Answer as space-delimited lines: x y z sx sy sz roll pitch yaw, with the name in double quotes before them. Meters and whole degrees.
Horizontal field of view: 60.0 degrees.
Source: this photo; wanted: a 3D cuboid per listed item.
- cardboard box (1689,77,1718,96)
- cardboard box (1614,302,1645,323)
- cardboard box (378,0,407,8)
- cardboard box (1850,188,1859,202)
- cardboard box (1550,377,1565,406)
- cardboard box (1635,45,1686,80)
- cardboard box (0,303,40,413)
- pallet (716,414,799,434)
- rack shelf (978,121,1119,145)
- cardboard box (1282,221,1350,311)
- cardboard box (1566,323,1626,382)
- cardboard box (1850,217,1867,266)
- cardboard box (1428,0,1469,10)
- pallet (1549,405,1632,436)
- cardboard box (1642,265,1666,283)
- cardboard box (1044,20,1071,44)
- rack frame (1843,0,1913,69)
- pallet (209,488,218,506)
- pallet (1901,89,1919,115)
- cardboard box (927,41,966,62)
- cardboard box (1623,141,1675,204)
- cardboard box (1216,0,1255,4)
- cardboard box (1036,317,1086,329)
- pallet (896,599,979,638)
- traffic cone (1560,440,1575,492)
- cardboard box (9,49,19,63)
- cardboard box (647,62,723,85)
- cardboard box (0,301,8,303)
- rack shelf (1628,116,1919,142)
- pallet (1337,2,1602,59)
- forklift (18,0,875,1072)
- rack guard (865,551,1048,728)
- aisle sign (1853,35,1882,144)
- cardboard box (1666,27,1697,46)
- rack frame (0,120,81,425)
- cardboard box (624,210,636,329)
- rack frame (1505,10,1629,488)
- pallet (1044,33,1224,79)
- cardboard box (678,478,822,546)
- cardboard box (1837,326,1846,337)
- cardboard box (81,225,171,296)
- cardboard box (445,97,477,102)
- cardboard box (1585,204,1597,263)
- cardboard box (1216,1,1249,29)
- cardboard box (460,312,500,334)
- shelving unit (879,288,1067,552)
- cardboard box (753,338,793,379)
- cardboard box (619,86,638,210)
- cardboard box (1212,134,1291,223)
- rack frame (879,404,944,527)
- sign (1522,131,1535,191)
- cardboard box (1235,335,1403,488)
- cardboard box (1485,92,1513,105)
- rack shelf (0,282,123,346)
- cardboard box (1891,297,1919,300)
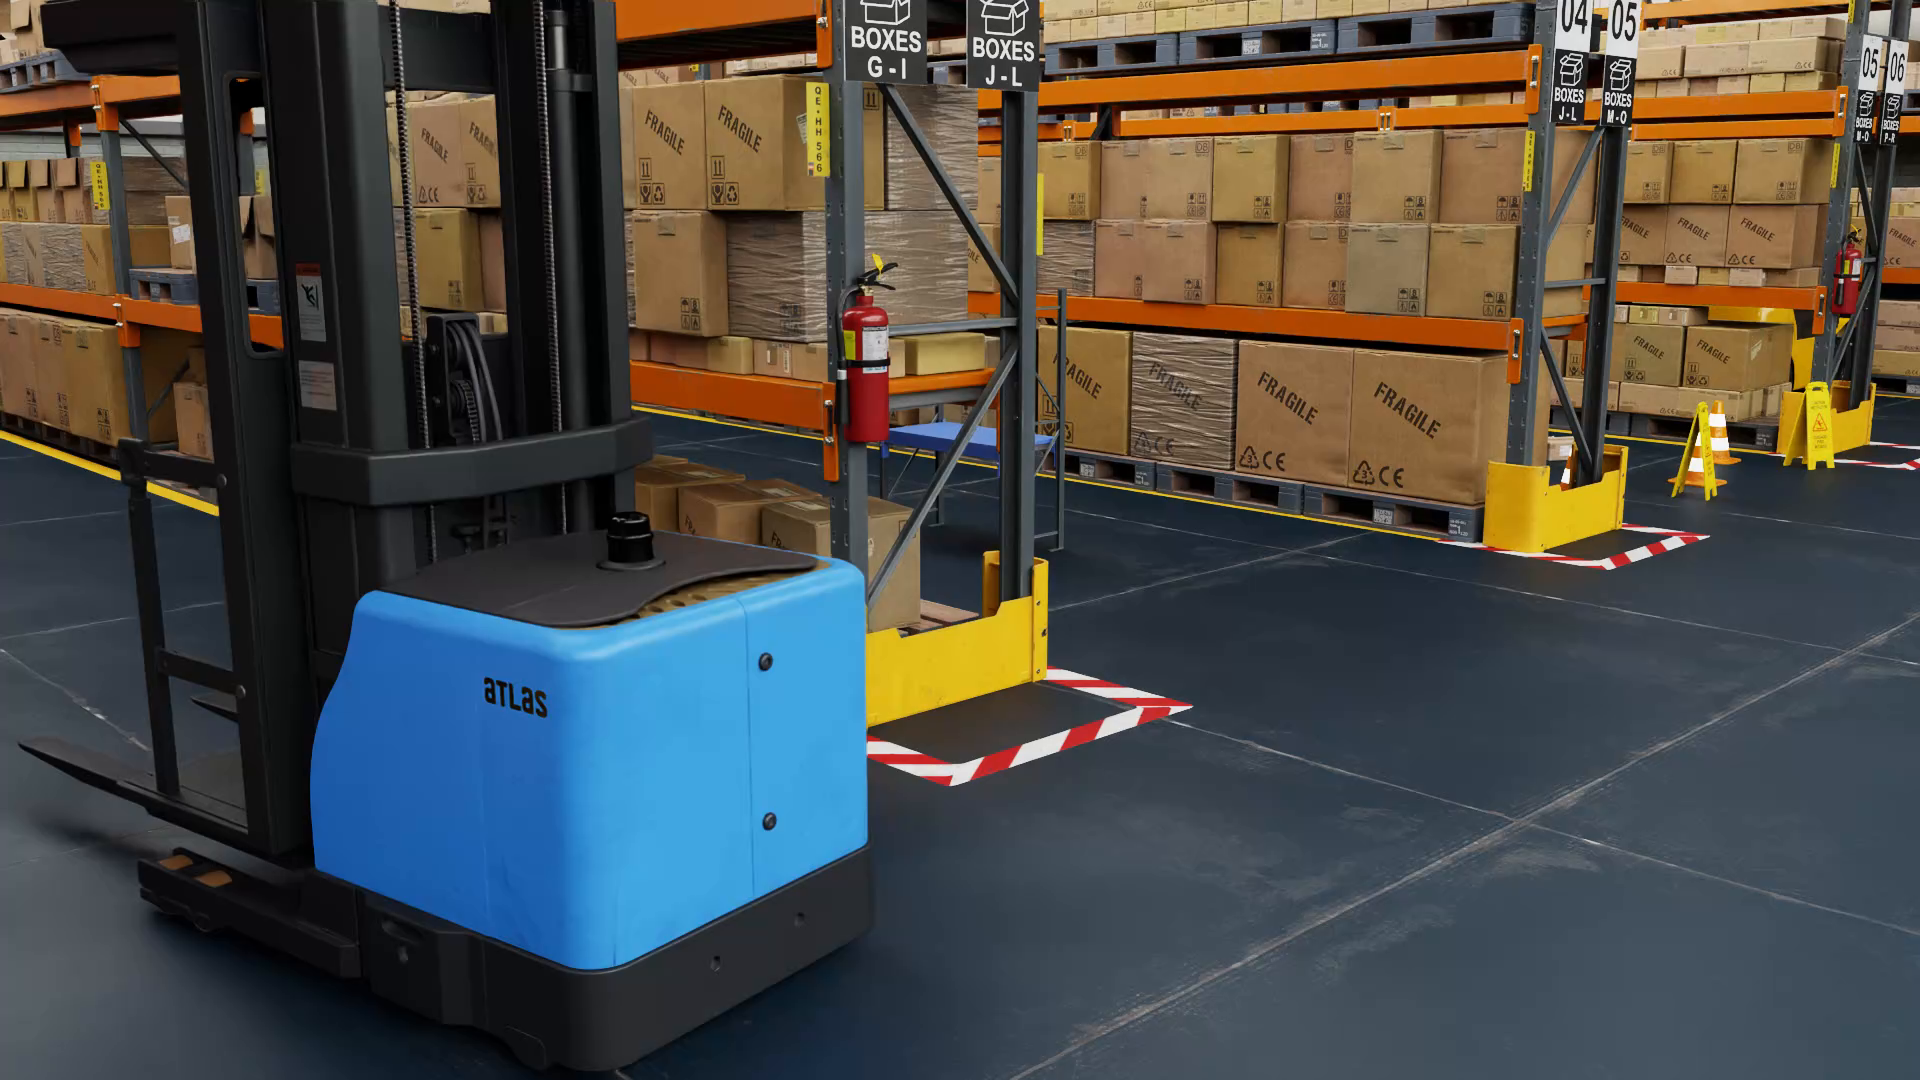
"cardboard box" 6.146 -3.682 13.540 0.380 0.149 0.250 -11 16 -42
"cardboard box" 5.680 -1.946 14.231 0.380 0.149 0.250 -10 15 -40
"cardboard box" -2.728 -2.699 8.515 0.500 0.250 0.500 11 16 43
"cardboard box" 9.310 -3.601 17.365 0.380 0.149 0.250 -10 16 -41
"cardboard box" 5.271 -1.367 14.887 0.500 0.250 0.500 -11 16 -43
"cardboard box" 5.819 -3.929 13.748 0.500 0.250 0.500 -10 16 -41
"cardboard box" -7.922 -1.646 14.693 1.225 0.875 0.875 -11 16 -42
"pallet" -1.469 -1.173 15.083 1.003 0.211 1.213 -11 16 -43
"rack shelf" 0.170 -4.778 20.017 1.077 0.370 4.000 -11 16 -43
"cardboard box" 2.585 -1.795 10.817 0.875 0.550 0.550 -11 16 -43
"cardboard box" 5.628 -1.659 14.444 0.500 0.500 0.500 11 16 44
"cardboard box" 9.428 -3.130 17.421 0.500 0.500 0.500 -11 16 -44
"cardboard box" 2.917 -3.136 9.599 0.380 0.149 0.250 -11 16 -42
"pallet" 5.650 -1.148 14.962 1.003 0.211 1.213 -11 16 -43
"cardboard box" 5.971 -2.255 14.048 0.380 0.149 0.250 -11 16 -42
"cardboard box" 0.809 -3.581 11.760 0.380 0.149 0.250 -11 16 -43
"rack frame" 7.076 -5.140 12.558 1.000 3.000 0.127 -11 16 -43
"pallet" -4.239 -0.330 10.990 1.003 0.211 1.213 -11 16 -43
"pallet" 10.194 -4.426 16.748 1.003 0.211 1.213 -11 16 -43
"cardboard box" -0.209 -3.881 12.963 0.500 0.250 0.500 -11 16 -43
"cardboard box" 5.794 -3.065 13.892 0.700 0.500 0.500 -11 16 -43
"cardboard box" 1.987 -3.546 10.600 0.500 0.250 0.500 -11 16 -42
"cardboard box" 1.134 -2.646 19.548 0.875 0.875 0.875 -11 16 -43
"pallet" -0.680 0.411 7.395 1.003 0.211 1.213 -11 16 -43
"traffic cone" 4.226 -0.530 11.336 0.336 0.463 0.334 -11 16 -43
"cardboard box" -7.459 -3.885 13.485 0.250 0.149 0.380 11 16 43
"cardboard box" -2.537 -4.231 15.331 0.500 0.500 0.500 -11 16 -43
"cardboard box" -8.776 -1.844 15.655 0.875 0.875 0.875 -11 16 -43
"rack shelf" 9.282 -4.302 17.710 1.077 0.370 4.000 -11 16 -43
"pallet" 3.046 -3.030 9.969 1.003 0.211 1.213 -11 16 -43
"forklift" -1.725 -0.423 4.702 3.031 2.935 1.130 8 14 35
"rack guard" -0.144 0.393 6.767 1.175 0.500 0.348 -11 16 -43
"aisle sign" 6.909 -3.425 12.661 0.394 0.787 0.004 -11 16 -43
"cardboard box" 5.987 -4.105 13.615 0.380 0.149 0.250 -11 16 -43
"rack frame" -8.379 -2.572 14.961 1.000 3.000 0.127 -11 16 -43
"cardboard box" -1.198 -1.235 7.485 0.875 0.500 0.500 -11 16 -43
"rack frame" 3.566 -1.497 9.744 1.000 3.000 0.127 -11 16 -43
"pallet" 1.361 -3.386 11.697 1.003 0.211 1.213 -11 16 -43
"cardboard box" -0.948 0.022 7.524 0.500 0.500 0.500 -6 13 -28
"cardboard box" 9.391 -2.172 17.555 0.500 0.250 0.500 -11 16 -44
"cardboard box" -6.136 -2.075 12.299 0.500 0.500 0.500 -10 15 -41
"cardboard box" -5.256 -4.678 18.122 0.500 0.250 0.500 -10 16 -41
"cardboard box" 5.480 -2.661 14.408 0.500 0.500 0.500 -11 16 -42
"cardboard box" 1.859 -3.359 10.682 0.380 0.149 0.250 -11 16 -42
"cardboard box" -2.245 -1.060 8.244 0.380 0.149 0.250 -11 16 -43
"shelving unit" 0.059 -0.722 9.700 0.538 1.500 1.048 -11 16 -43
"cardboard box" -0.610 -0.747 6.726 0.380 0.149 0.250 -11 16 -43
"cardboard box" -1.343 -1.696 7.248 0.500 0.500 0.500 -11 16 -43
"cardboard box" 2.142 -2.386 11.012 0.875 0.550 0.500 -11 16 -43
"rack frame" -0.292 -0.796 10.060 0.500 1.500 0.032 -11 16 -43
"sign" 3.164 -2.106 9.246 0.100 0.325 0.005 -11 16 -43
"cardboard box" 2.440 -0.880 10.973 0.875 0.875 0.875 -11 16 -43
"cardboard box" 4.887 -3.943 14.805 0.380 0.149 0.250 -10 15 -41
"rack shelf" -6.997 -1.928 13.617 1.077 0.370 4.000 -11 16 -43
"cardboard box" 10.121 -2.411 17.478 0.500 0.250 0.500 -11 16 -42
